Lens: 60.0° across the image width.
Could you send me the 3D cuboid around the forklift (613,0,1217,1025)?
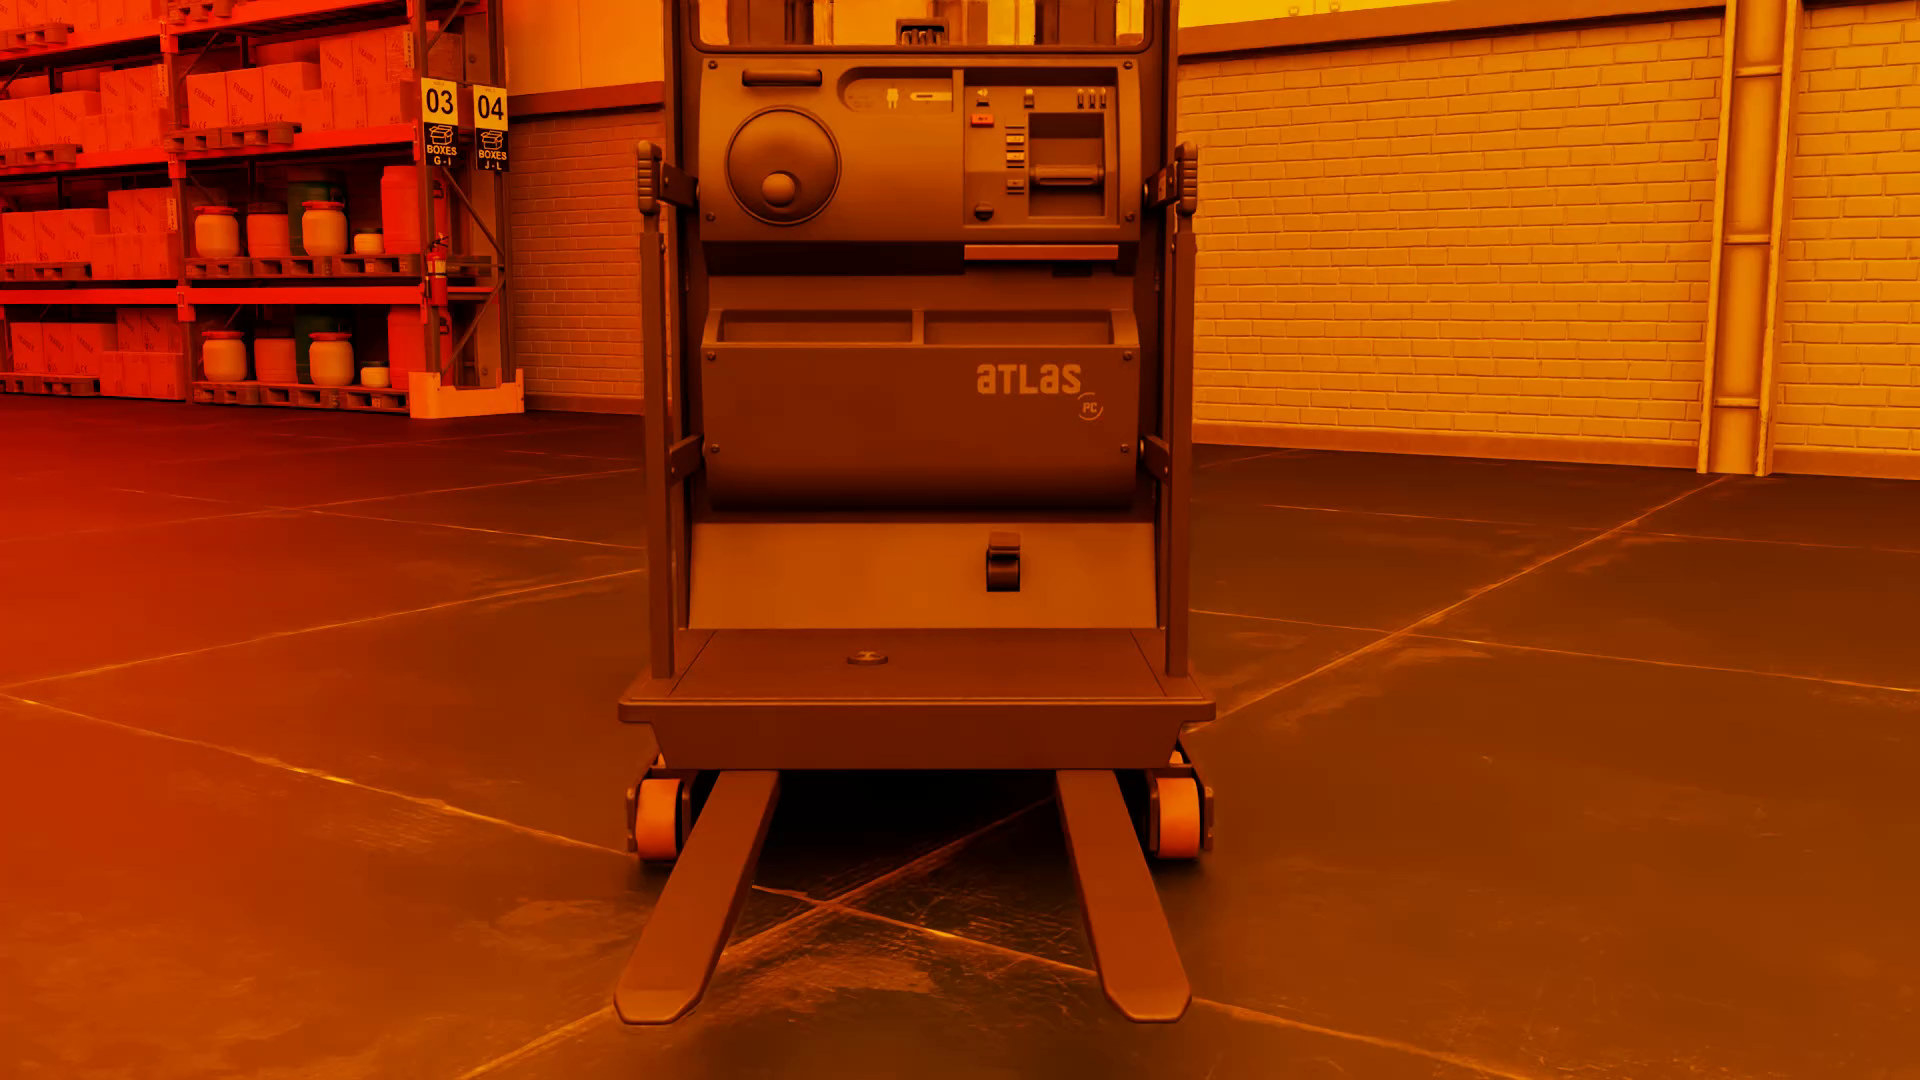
[{"bbox_3d":[-0.080,-0.870,3.313,1.130,2.935,3.031,0,8,0],"label":"forklift"}]
